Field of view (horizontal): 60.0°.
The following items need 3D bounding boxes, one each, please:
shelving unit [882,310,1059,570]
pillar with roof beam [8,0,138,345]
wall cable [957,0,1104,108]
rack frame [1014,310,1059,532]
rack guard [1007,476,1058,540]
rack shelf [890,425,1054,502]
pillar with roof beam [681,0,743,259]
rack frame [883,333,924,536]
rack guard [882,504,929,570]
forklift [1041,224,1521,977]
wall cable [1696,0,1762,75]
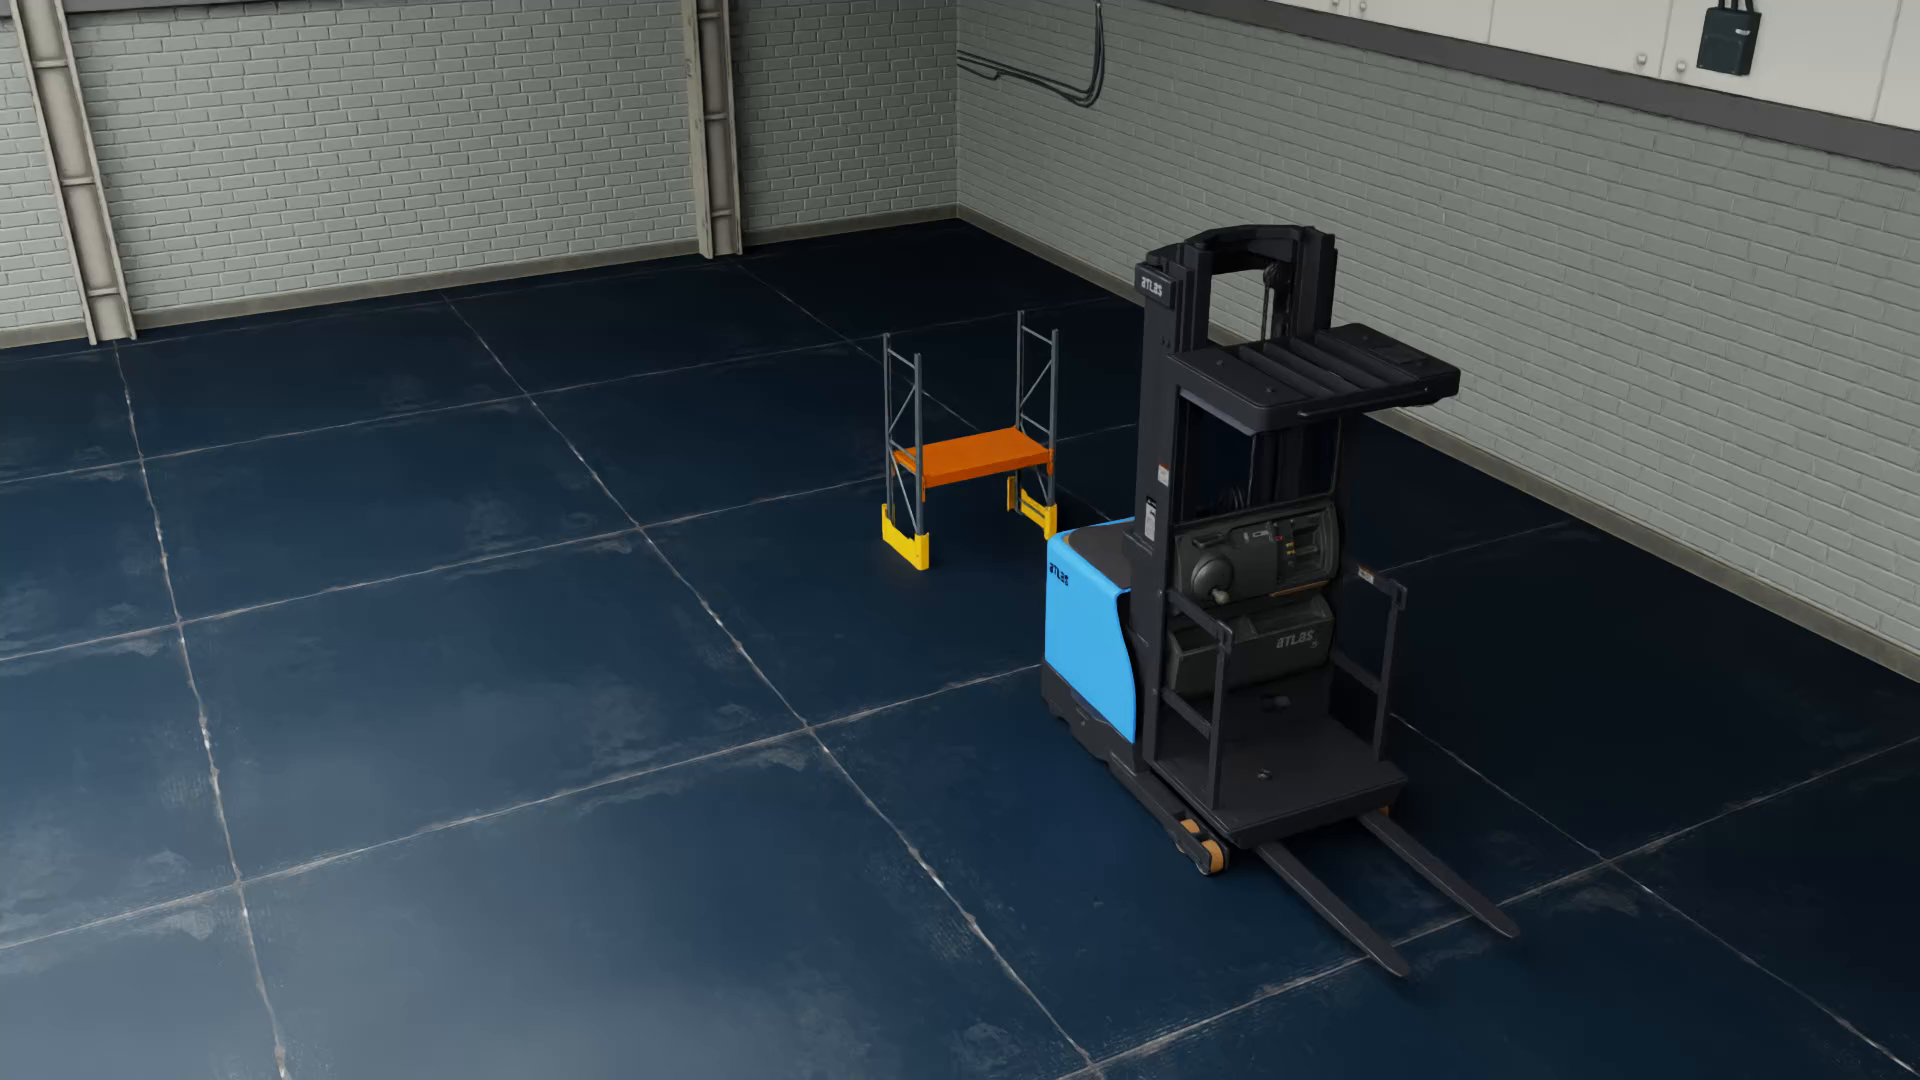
[{"bbox_3d":[0.067,-0.692,11.260,1.083,1.500,0.587,-13,29,-25],"label":"shelving unit"},{"bbox_3d":[-5.861,-4.301,10.114,0.400,9.000,9.100,-13,29,-25],"label":"pillar with roof beam"},{"bbox_3d":[0.629,-5.863,16.954,0.112,2.526,3.097,-13,29,-25],"label":"wall cable"},{"bbox_3d":[0.524,-0.797,11.479,0.032,1.500,0.500,-13,29,-25],"label":"rack frame"},{"bbox_3d":[0.507,-0.230,11.742,0.087,0.250,0.587,-13,29,-25],"label":"rack guard"},{"bbox_3d":[0.075,-0.531,11.342,1.000,0.185,0.538,-13,29,-25],"label":"rack shelf"},{"bbox_3d":[-0.567,-5.523,12.659,0.400,9.000,9.100,-13,29,-25],"label":"pillar with roof beam"},{"bbox_3d":[-0.373,-0.590,11.048,0.032,1.500,0.500,-13,29,-25],"label":"rack frame"},{"bbox_3d":[-0.372,-0.027,11.319,0.087,0.250,0.587,-13,29,-25],"label":"rack guard"},{"bbox_3d":[1.549,0.100,7.958,1.130,2.935,3.031,-12,28,-23],"label":"forklift"},{"bbox_3d":[5.082,-5.167,7.987,0.169,6.003,2.305,-13,29,-25],"label":"wall cable"}]
